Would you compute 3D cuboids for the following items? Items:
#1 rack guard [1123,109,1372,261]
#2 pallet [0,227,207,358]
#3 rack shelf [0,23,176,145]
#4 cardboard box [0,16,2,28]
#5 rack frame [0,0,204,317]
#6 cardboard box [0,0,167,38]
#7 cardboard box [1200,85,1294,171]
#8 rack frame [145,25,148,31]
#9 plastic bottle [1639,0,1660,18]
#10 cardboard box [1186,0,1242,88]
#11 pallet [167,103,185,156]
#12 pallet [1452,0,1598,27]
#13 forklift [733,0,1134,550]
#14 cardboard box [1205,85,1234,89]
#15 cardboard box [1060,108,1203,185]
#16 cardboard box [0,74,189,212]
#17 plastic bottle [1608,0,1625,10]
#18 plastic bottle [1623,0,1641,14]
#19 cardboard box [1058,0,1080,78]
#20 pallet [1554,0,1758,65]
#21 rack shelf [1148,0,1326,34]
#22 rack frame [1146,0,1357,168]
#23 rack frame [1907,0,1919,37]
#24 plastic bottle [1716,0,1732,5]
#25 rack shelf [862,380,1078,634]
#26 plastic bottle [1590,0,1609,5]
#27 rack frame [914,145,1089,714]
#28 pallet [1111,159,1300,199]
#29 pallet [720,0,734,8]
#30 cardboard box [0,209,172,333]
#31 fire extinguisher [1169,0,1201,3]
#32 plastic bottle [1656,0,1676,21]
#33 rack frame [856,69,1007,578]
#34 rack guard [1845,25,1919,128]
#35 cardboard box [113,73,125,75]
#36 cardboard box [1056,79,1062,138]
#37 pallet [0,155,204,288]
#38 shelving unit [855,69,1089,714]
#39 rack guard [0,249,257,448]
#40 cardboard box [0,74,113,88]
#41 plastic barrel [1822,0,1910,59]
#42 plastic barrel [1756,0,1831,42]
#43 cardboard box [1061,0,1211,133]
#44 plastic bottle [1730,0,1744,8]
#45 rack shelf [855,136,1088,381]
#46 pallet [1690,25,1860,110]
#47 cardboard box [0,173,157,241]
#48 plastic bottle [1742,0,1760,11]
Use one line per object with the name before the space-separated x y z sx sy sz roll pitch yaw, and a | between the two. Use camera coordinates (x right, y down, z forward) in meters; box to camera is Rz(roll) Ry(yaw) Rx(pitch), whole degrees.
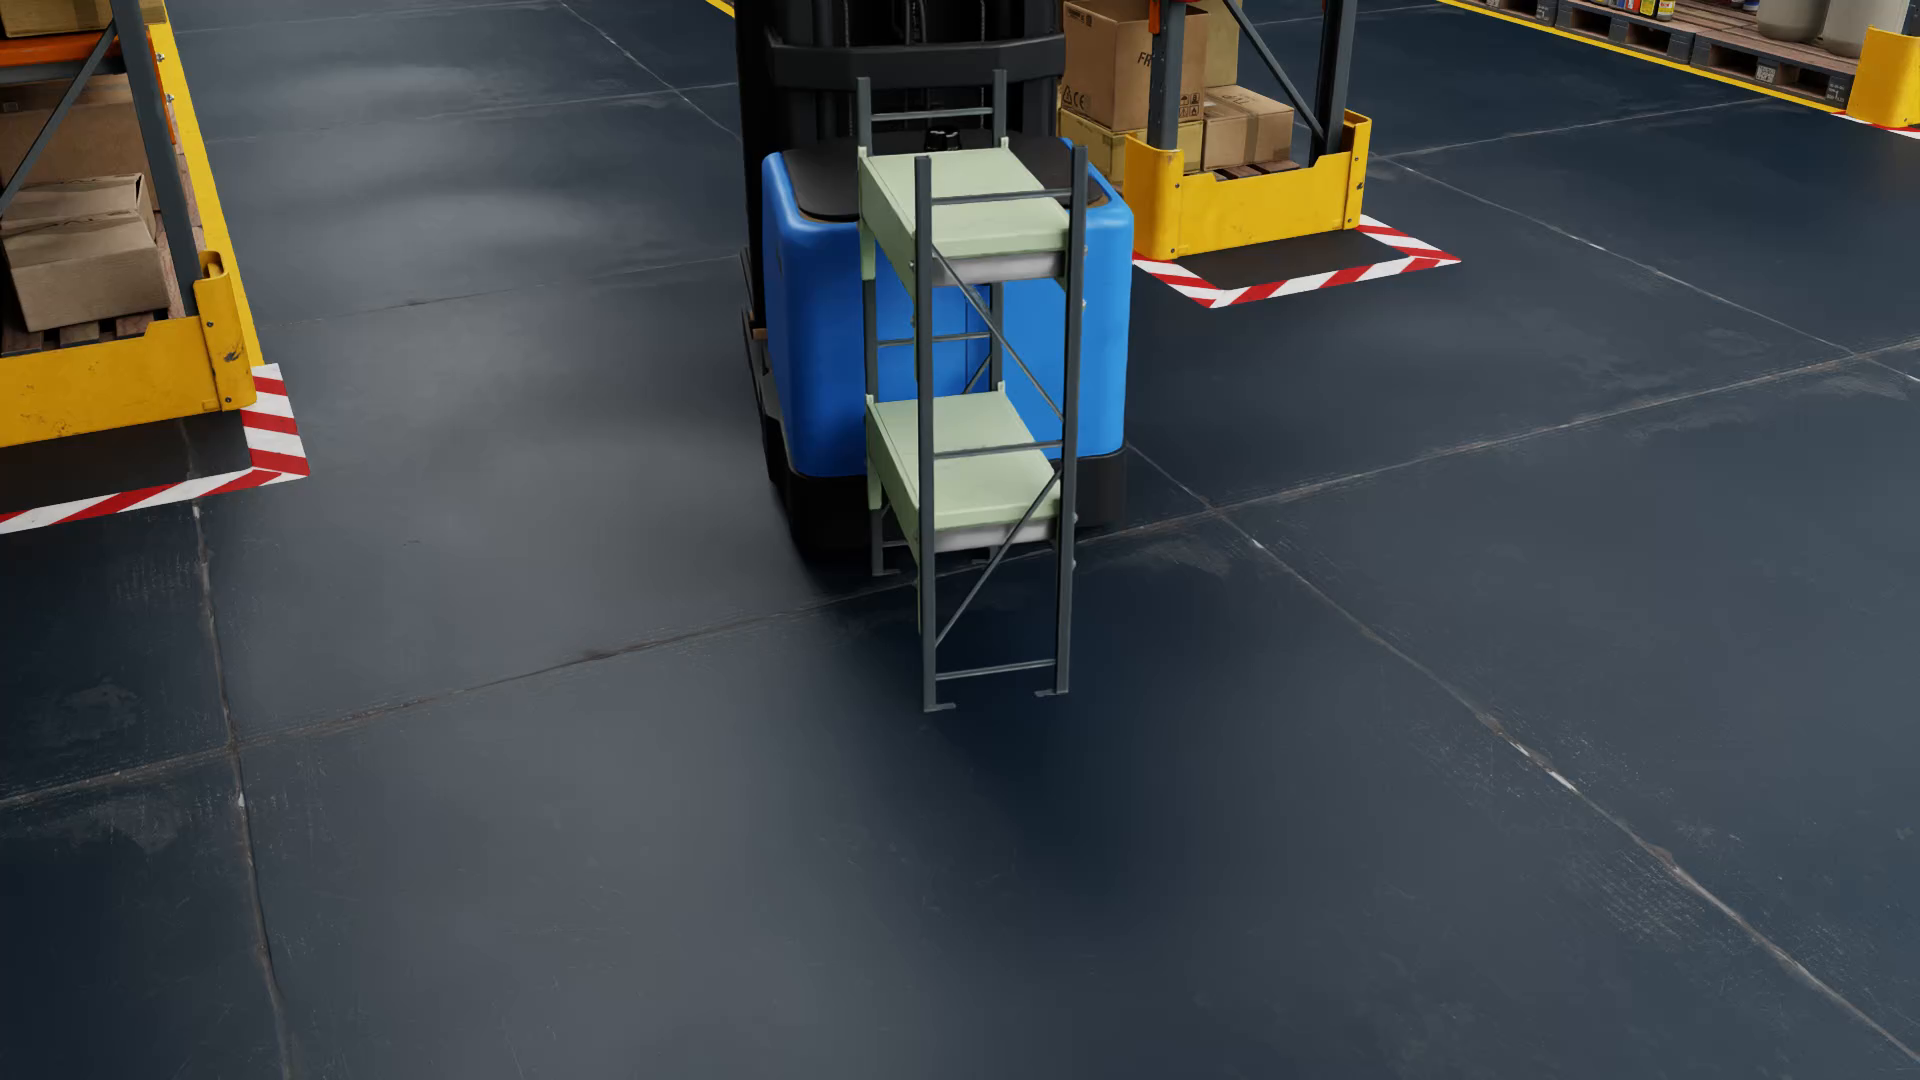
rack guard | 1.325 -1.666 7.710 1.175 0.500 0.348 -13 32 -22
pallet | -3.507 -0.908 6.654 1.003 0.211 1.213 -13 32 -22
rack shelf | -4.016 -2.295 7.011 1.077 0.370 4.000 -13 32 -22
cardboard box | -3.533 -1.834 5.587 0.500 0.250 0.500 -13 32 -21
rack frame | -3.158 -1.725 5.259 1.000 3.000 0.127 -13 32 -22
cardboard box | -3.080 -1.950 5.794 0.500 0.250 0.500 -14 32 -23
cardboard box | 1.285 -2.034 8.193 0.500 0.250 0.500 -13 32 -22
rack frame | -4.875 -3.492 8.410 1.000 3.000 0.127 -13 32 -22
plastic bottle | 4.539 -3.579 10.893 0.061 0.283 0.133 -12 32 -21
cardboard box | 1.069 -2.582 8.402 0.500 0.500 0.500 -13 32 -22
pallet | -4.555 -1.986 8.576 1.003 0.211 1.213 -13 32 -22
pallet | 4.324 -4.050 12.257 1.003 0.211 1.213 -13 32 -22
forklift | -0.253 -1.950 5.732 1.130 2.935 3.031 -5 30 -9
cardboard box | 1.067 -2.254 8.585 0.500 0.250 0.500 -13 32 -22
cardboard box | 0.818 -1.925 7.999 0.500 0.250 0.500 -13 32 -22
cardboard box | -3.888 -1.737 7.387 0.700 0.500 0.500 -15 33 -25
plastic bottle | 4.463 -3.707 11.128 0.152 0.276 0.135 -14 32 -23
plastic bottle | 4.522 -3.645 11.019 0.152 0.276 0.135 -13 32 -22
cardboard box | 0.373 -2.691 8.597 0.500 0.500 0.500 -13 32 -22
pallet | 4.851 -3.511 11.295 1.003 0.211 1.213 -13 32 -22
rack shelf | 0.456 -3.336 8.869 1.077 0.370 4.000 -13 32 -22
rack frame | 1.315 -2.767 7.117 1.000 3.000 0.127 -13 32 -22
rack frame | 5.790 -3.805 8.969 1.000 3.000 0.127 -13 32 -22
plastic bottle | 5.212 -3.782 11.256 0.061 0.283 0.133 -13 32 -21
rack shelf | 0.011 -0.109 4.578 0.431 0.370 0.720 -7 30 -12
plastic bottle | 4.388 -3.811 11.239 0.144 0.351 0.185 -12 31 -20
rack frame | 0.095 -0.219 4.108 0.400 1.500 0.023 -7 30 -12
pallet | 0.949 -1.879 8.386 1.003 0.211 1.213 -13 32 -22
pallet | -1.282 -4.174 12.478 1.003 0.211 1.213 -13 32 -22
cardboard box | -3.373 -1.069 6.388 0.500 0.311 0.500 -17 33 -28
fire extinguisher | 0.946 -2.583 6.869 0.296 0.674 0.183 -13 32 -22
plastic bottle | 4.606 -3.496 10.828 0.097 0.201 0.097 0 29 0
rack frame | -0.074 -0.568 4.729 0.400 1.500 0.023 -7 30 -12
rack guard | 5.715 -2.738 9.622 1.175 0.500 0.348 -13 32 -22
cardboard box | -5.206 -2.915 9.488 0.700 0.500 0.500 -12 31 -20
cardboard box | 0.592 -2.144 8.388 0.500 0.250 0.500 -13 32 -22
pallet | -4.027 -1.447 7.614 1.003 0.211 1.213 -13 32 -22
shelving unit | 0.011 -0.394 4.418 0.431 1.500 0.755 -7 30 -12
rack guard | -3.190 -0.668 5.930 1.175 0.500 0.348 -13 32 -22
cardboard box | -4.393 -2.143 8.111 0.500 0.500 0.500 -16 33 -26
plastic barrel | 5.438 -3.178 9.964 0.421 0.512 0.421 0 29 0
plastic barrel | 5.223 -3.399 10.359 0.421 0.512 0.421 0 29 0
cardboard box | 0.816 -2.252 7.814 0.500 0.500 0.500 -13 32 -22
plastic bottle | 5.249 -3.688 11.172 0.097 0.201 0.097 0 29 0
rack shelf | 0.011 -0.734 4.228 0.431 0.370 0.720 -7 30 -12
pallet | 5.371 -2.972 10.335 1.003 0.211 1.213 -13 32 -22
cardboard box | -3.618 -1.320 6.837 0.500 0.311 0.500 -10 31 -18
plastic bottle | 5.293 -3.673 11.074 0.097 0.271 0.097 0 29 0
